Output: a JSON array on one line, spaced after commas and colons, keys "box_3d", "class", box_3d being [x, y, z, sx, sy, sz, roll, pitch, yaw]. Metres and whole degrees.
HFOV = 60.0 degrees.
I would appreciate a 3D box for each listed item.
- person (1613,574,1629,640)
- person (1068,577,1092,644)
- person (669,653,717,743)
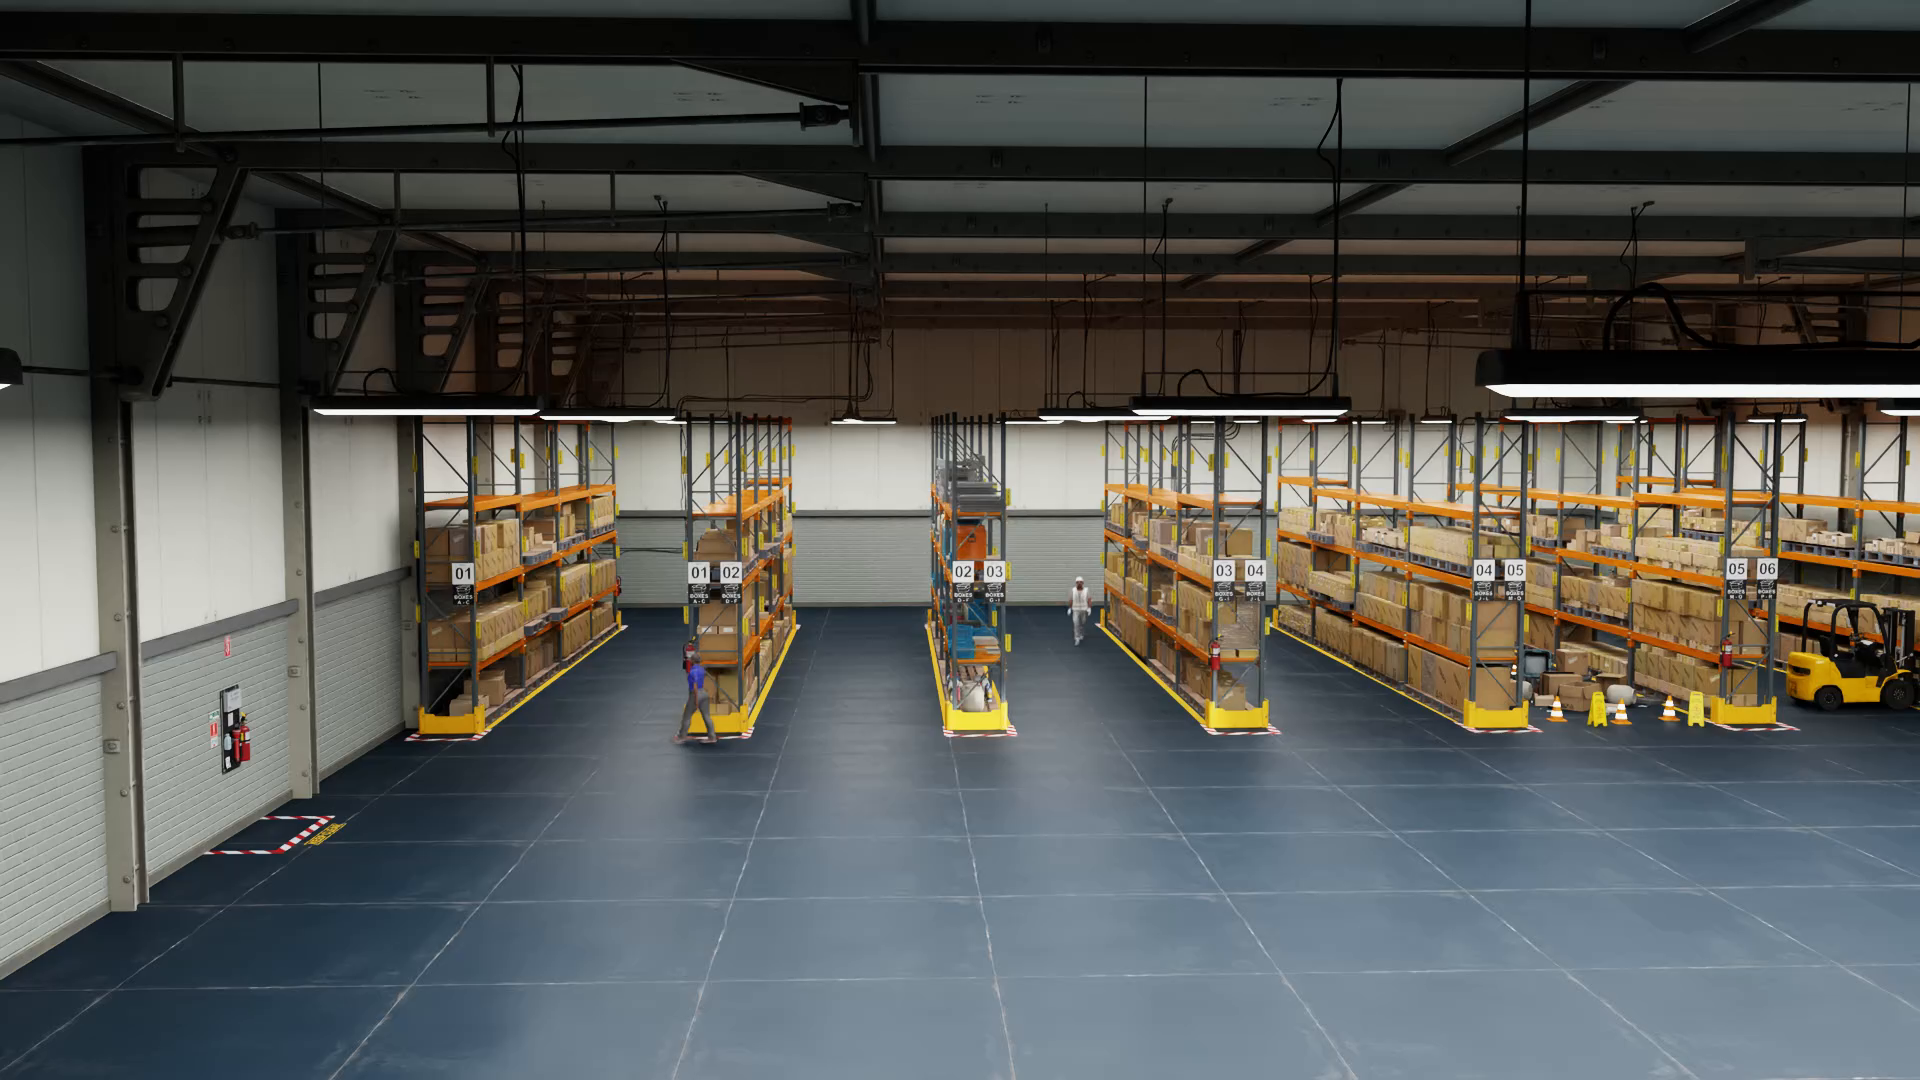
[{"box_3d": [17.954, 1.822, 44.636, 0.520, 1.810, 0.569, -2, 4, -29], "class": "person"}, {"box_3d": [3.172, 1.842, 43.913, 0.605, 1.719, 1.039, 0, 4, -1], "class": "person"}, {"box_3d": [-4.787, 2.846, 30.032, 0.842, 1.614, 0.490, 2, 4, 26], "class": "person"}]
